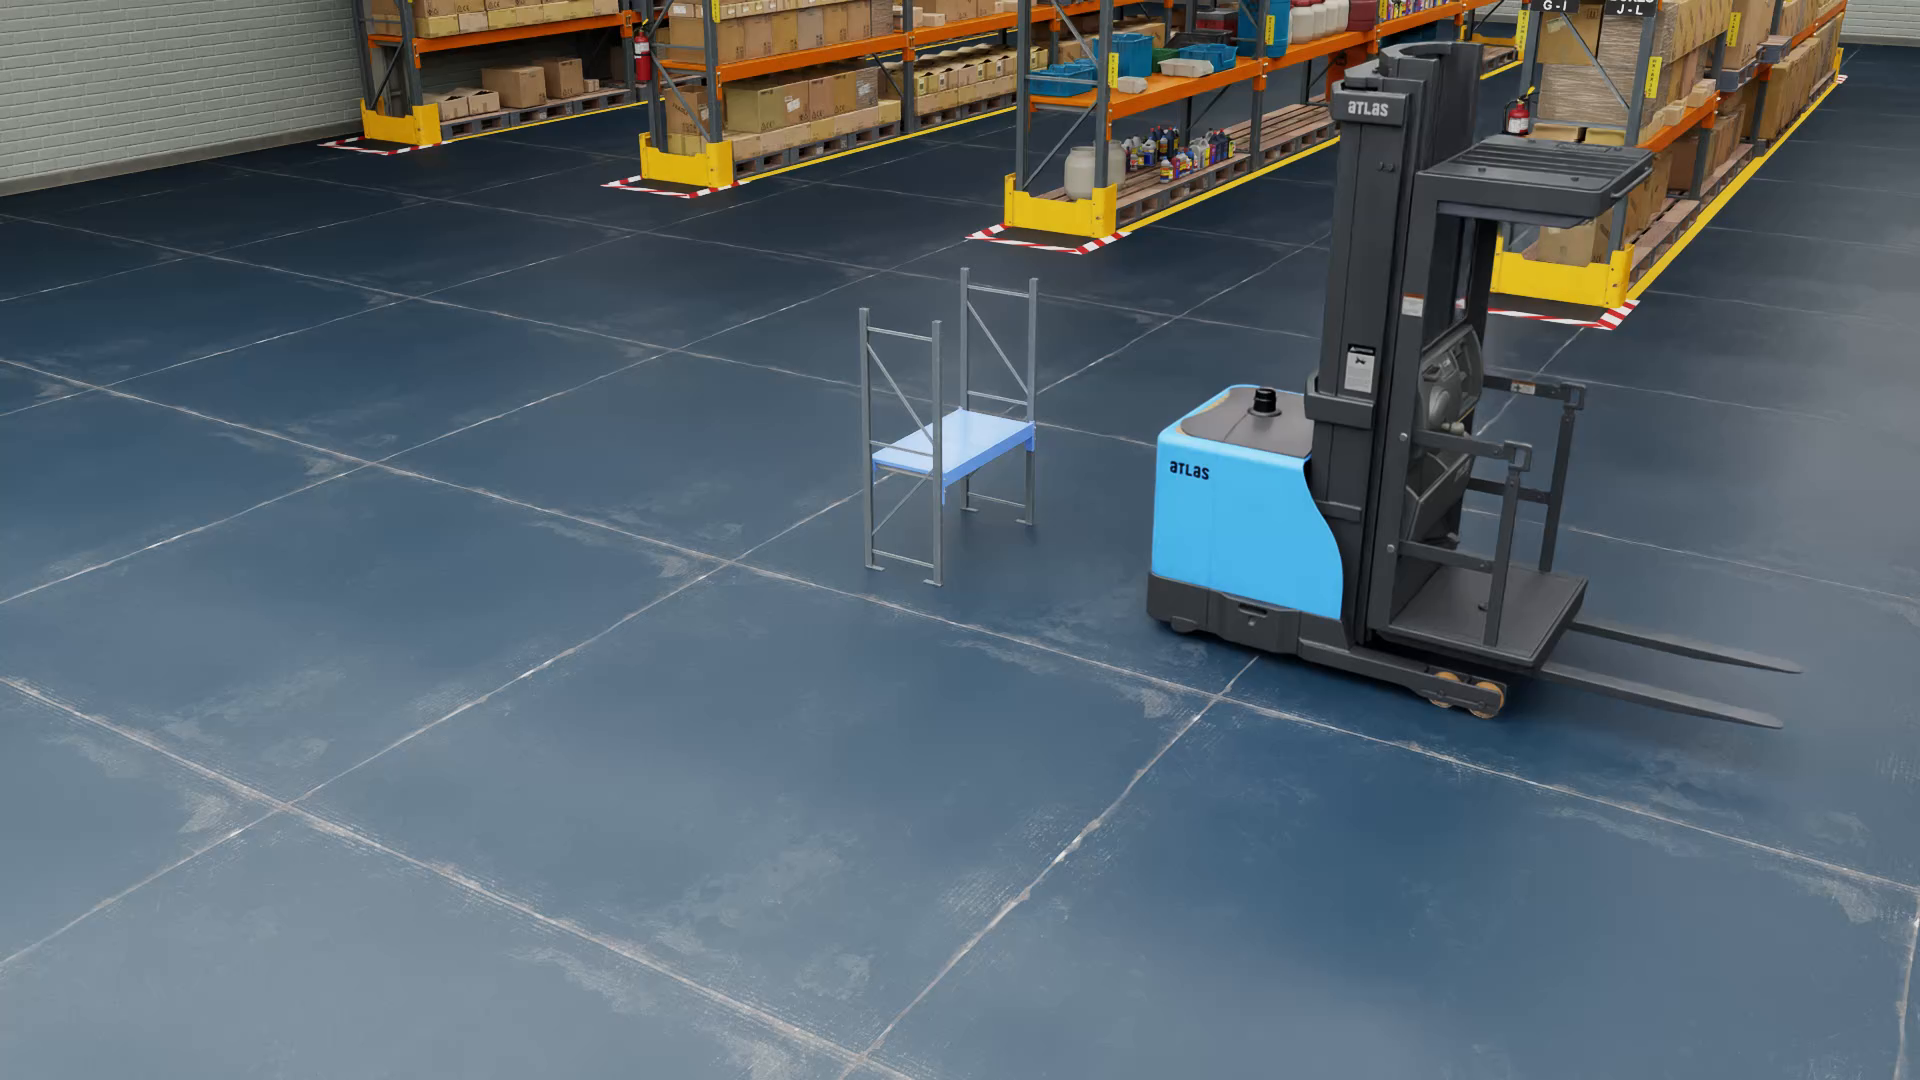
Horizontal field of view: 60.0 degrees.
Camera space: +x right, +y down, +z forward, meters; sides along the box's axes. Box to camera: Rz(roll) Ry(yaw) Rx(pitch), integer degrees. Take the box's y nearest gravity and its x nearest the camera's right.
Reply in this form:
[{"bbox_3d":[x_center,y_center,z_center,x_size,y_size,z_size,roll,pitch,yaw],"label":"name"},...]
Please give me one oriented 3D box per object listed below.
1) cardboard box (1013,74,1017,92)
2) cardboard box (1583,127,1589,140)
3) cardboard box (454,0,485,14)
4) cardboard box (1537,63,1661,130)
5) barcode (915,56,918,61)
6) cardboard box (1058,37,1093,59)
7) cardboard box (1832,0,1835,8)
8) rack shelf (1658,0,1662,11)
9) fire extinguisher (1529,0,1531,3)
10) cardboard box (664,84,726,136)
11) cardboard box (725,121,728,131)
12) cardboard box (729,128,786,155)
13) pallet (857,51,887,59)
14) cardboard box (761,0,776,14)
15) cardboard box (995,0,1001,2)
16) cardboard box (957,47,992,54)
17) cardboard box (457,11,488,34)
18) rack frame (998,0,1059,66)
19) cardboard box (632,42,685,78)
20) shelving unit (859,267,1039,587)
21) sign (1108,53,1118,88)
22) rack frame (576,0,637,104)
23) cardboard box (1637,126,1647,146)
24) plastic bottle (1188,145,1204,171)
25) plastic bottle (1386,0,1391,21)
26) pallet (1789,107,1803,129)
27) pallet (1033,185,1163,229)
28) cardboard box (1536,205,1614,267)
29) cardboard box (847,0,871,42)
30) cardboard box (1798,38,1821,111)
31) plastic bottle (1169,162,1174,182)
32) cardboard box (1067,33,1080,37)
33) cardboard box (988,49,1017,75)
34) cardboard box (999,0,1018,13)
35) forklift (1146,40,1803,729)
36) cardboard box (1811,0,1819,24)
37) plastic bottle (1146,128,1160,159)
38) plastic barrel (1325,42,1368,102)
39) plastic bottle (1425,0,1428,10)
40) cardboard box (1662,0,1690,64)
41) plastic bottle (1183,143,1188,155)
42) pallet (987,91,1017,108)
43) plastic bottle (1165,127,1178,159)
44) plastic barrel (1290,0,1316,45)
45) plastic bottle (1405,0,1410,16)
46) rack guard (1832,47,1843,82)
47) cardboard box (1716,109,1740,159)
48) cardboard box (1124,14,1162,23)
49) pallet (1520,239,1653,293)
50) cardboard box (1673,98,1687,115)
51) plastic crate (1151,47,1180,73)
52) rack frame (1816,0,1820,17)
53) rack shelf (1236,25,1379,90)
[{"bbox_3d":[0.699,-6.826,24.676,0.500,0.250,0.500,14,27,28],"label":"cardboard box"},{"bbox_3d":[5.340,-3.630,14.676,0.380,0.149,0.250,14,27,29],"label":"cardboard box"},{"bbox_3d":[-6.615,-7.183,21.787,0.500,0.500,0.500,14,27,29],"label":"cardboard box"},{"bbox_3d":[5.546,-3.884,14.446,0.875,0.500,0.500,14,27,29],"label":"cardboard box"},{"bbox_3d":[-0.583,-6.443,22.242,0.001,0.075,0.075,14,27,29],"label":"barcode"},{"bbox_3d":[1.793,-7.625,26.181,0.500,0.500,0.500,13,27,27],"label":"cardboard box"},{"bbox_3d":[12.822,-8.013,24.800,0.380,0.149,0.250,13,27,27],"label":"cardboard box"},{"bbox_3d":[6.288,-5.243,15.215,1.077,0.370,4.000,14,27,29],"label":"rack shelf"},{"bbox_3d":[9.930,-9.709,28.968,0.296,0.674,0.183,14,27,29],"label":"fire extinguisher"},{"bbox_3d":[-3.151,-5.117,19.783,0.500,0.500,0.500,14,27,29],"label":"cardboard box"},{"bbox_3d":[-2.896,-4.944,20.327,0.500,0.250,0.500,14,27,29],"label":"cardboard box"},{"bbox_3d":[-2.449,-4.834,20.072,0.500,0.250,0.500,14,27,29],"label":"cardboard box"},{"bbox_3d":[-2.047,-8.717,29.619,1.003,0.211,1.213,14,27,29],"label":"pallet"},{"bbox_3d":[-2.387,-6.288,19.557,0.380,0.149,0.250,13,27,28],"label":"cardboard box"},{"bbox_3d":[0.402,-7.997,24.559,0.500,0.311,0.500,14,27,28],"label":"cardboard box"},{"bbox_3d":[0.243,-7.193,24.816,0.500,0.311,0.500,13,27,28],"label":"cardboard box"},{"bbox_3d":[-6.603,-6.852,21.967,0.500,0.250,0.500,13,27,27],"label":"cardboard box"},{"bbox_3d":[1.039,-8.299,25.145,1.000,3.000,0.127,14,27,29],"label":"rack frame"},{"bbox_3d":[-4.678,-7.477,25.839,0.700,0.500,0.500,13,27,28],"label":"cardboard box"},{"bbox_3d":[-0.045,-0.659,9.386,0.538,1.500,1.048,14,27,29],"label":"shelving unit"},{"bbox_3d":[1.490,-4.570,16.182,0.100,0.325,0.005,14,27,29],"label":"sign"},{"bbox_3d":[-5.282,-7.986,24.421,1.000,3.000,0.127,14,27,29],"label":"rack frame"},{"bbox_3d":[5.734,-3.533,14.451,0.380,0.149,0.250,14,27,29],"label":"cardboard box"},{"bbox_3d":[2.679,-4.356,18.911,0.152,0.276,0.135,14,27,30],"label":"plastic bottle"},{"bbox_3d":[5.960,-7.386,23.182,0.061,0.283,0.133,14,27,29],"label":"plastic bottle"},{"bbox_3d":[11.220,-6.016,23.381,1.003,0.211,1.213,14,27,29],"label":"pallet"},{"bbox_3d":[1.458,-3.588,17.774,1.003,0.211,1.213,14,27,29],"label":"pallet"},{"bbox_3d":[5.576,-2.774,15.001,0.500,0.500,0.500,20,30,38],"label":"cardboard box"},{"bbox_3d":[-1.573,-6.664,21.243,0.700,0.500,0.500,14,27,28],"label":"cardboard box"},{"bbox_3d":[11.242,-6.569,23.295,1.225,0.875,0.875,14,27,29],"label":"cardboard box"},{"bbox_3d":[2.301,-4.059,18.319,0.097,0.201,0.097,0,23,0],"label":"plastic bottle"},{"bbox_3d":[1.606,-7.893,26.800,0.500,0.500,0.500,13,27,27],"label":"cardboard box"},{"bbox_3d":[0.703,-7.082,24.560,0.500,0.311,0.500,13,27,28],"label":"cardboard box"},{"bbox_3d":[0.799,-7.822,24.360,0.380,0.149,0.250,14,27,29],"label":"cardboard box"},{"bbox_3d":[2.497,-0.748,7.789,3.031,2.935,1.130,14,27,29],"label":"forklift"},{"bbox_3d":[11.548,-7.403,22.948,0.500,0.500,0.500,14,27,29],"label":"cardboard box"},{"bbox_3d":[2.257,-4.647,19.489,0.144,0.351,0.185,13,26,27],"label":"plastic bottle"},{"bbox_3d":[5.488,-6.625,23.481,0.600,0.830,0.708,14,27,29],"label":"plastic barrel"},{"bbox_3d":[6.854,-7.934,24.552,0.097,0.201,0.097,0,23,0],"label":"plastic bottle"},{"bbox_3d":[6.024,-4.459,14.515,0.500,0.500,0.500,14,27,29],"label":"cardboard box"},{"bbox_3d":[2.589,-4.382,18.961,0.061,0.283,0.133,14,27,29],"label":"plastic bottle"},{"bbox_3d":[0.571,-6.750,25.076,1.003,0.211,1.213,14,27,29],"label":"pallet"},{"bbox_3d":[2.479,-4.680,19.566,0.144,0.351,0.185,14,27,29],"label":"plastic bottle"},{"bbox_3d":[4.213,-6.497,20.810,0.433,0.535,0.433,0,23,0],"label":"plastic barrel"},{"bbox_3d":[6.396,-7.665,23.827,0.061,0.283,0.133,14,27,29],"label":"plastic bottle"},{"bbox_3d":[13.685,-7.783,27.099,1.175,0.500,0.348,14,27,29],"label":"rack guard"},{"bbox_3d":[8.835,-4.856,19.785,0.700,0.500,0.500,11,26,25],"label":"cardboard box"},{"bbox_3d":[3.208,-8.956,29.254,0.500,0.500,0.500,14,27,29],"label":"cardboard box"},{"bbox_3d":[5.731,-2.534,15.339,1.003,0.211,1.213,14,27,29],"label":"pallet"},{"bbox_3d":[6.675,-4.119,15.805,0.380,0.149,0.250,14,27,29],"label":"cardboard box"},{"bbox_3d":[2.179,-5.413,18.746,0.450,0.188,0.662,14,27,29],"label":"plastic crate"},{"bbox_3d":[11.563,-7.572,23.465,1.000,3.000,0.127,14,27,29],"label":"rack frame"},{"bbox_3d":[4.190,-6.254,21.328,1.077,0.370,4.000,14,27,29],"label":"rack shelf"}]
